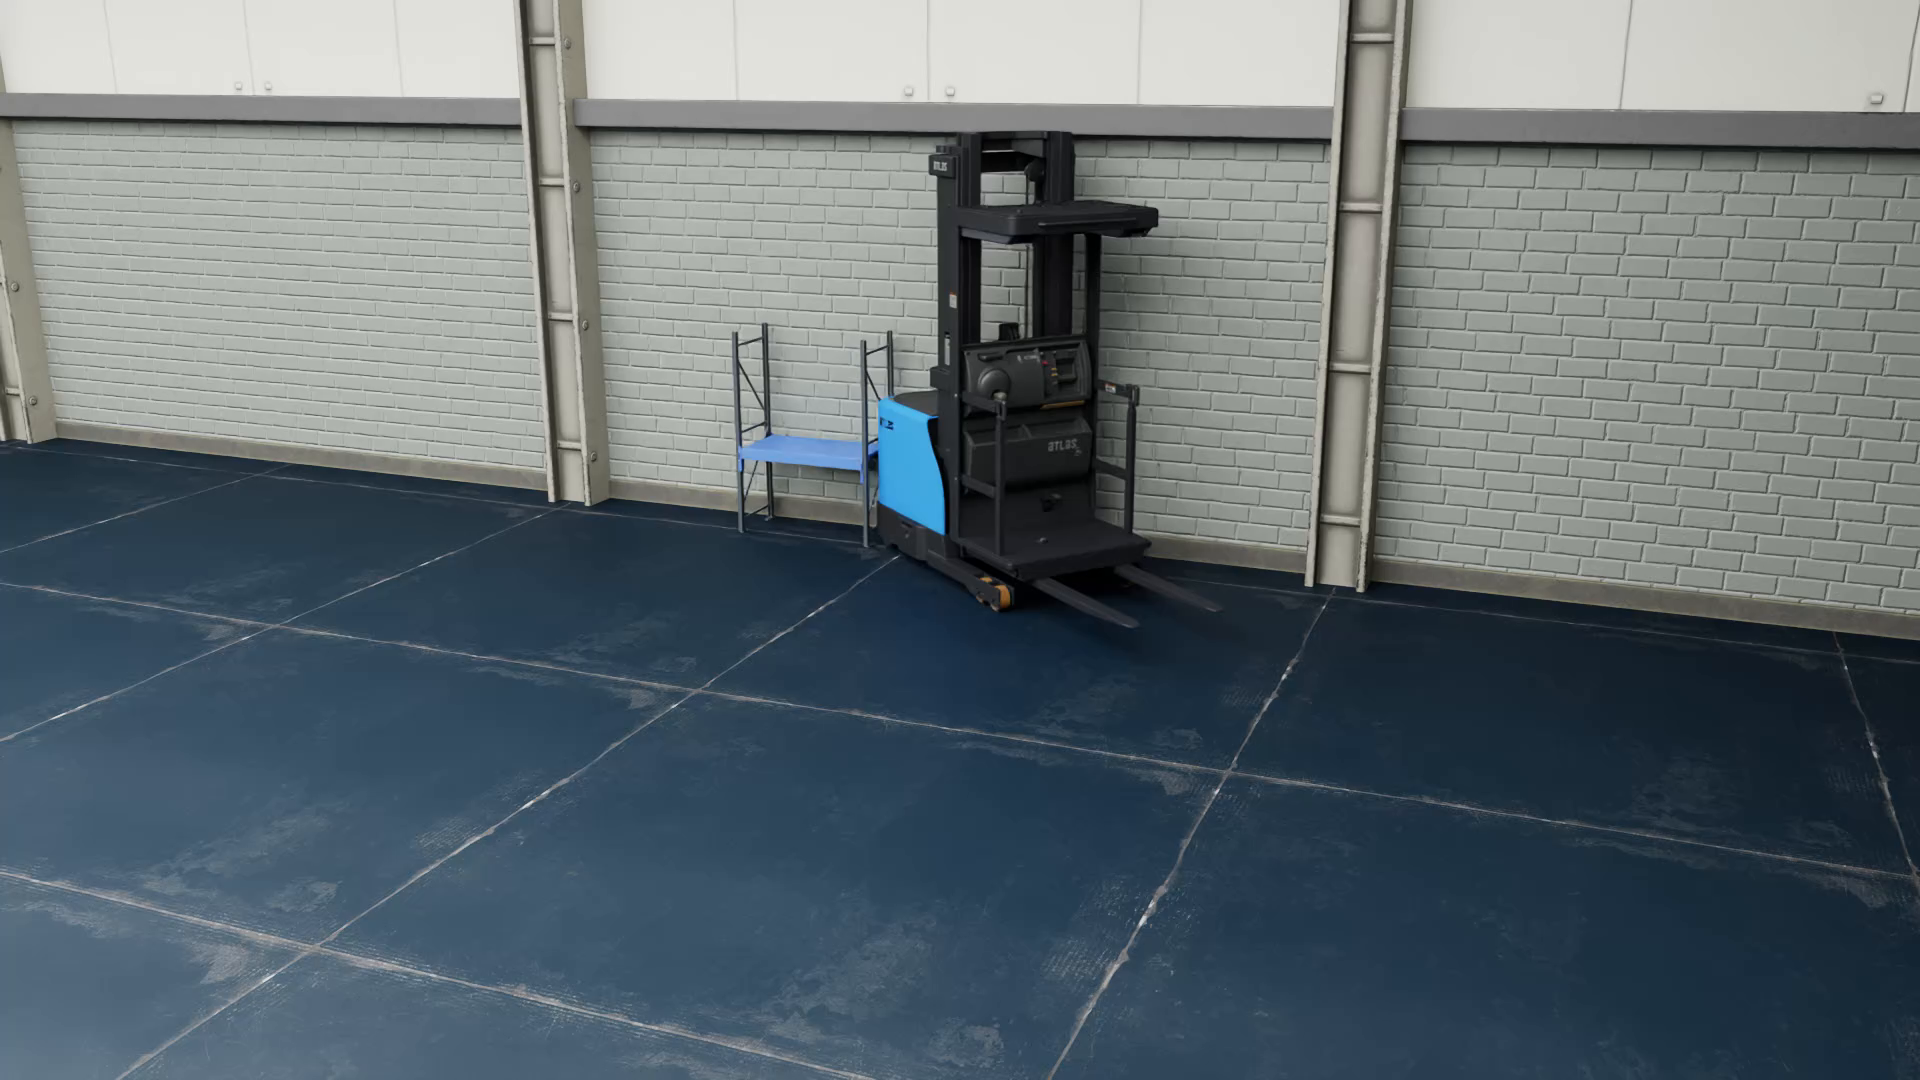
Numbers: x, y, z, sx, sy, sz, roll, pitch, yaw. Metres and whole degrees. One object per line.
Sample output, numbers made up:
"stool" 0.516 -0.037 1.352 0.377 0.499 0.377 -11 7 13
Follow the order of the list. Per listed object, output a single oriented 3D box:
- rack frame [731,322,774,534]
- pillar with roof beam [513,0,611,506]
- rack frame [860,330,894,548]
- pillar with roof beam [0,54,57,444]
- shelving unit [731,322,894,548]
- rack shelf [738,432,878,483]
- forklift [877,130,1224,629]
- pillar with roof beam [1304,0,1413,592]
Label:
"rack frame" -1.535 -0.834 12.357 0.032 1.500 0.500 6 17 21
"pillar with roof beam" -4.617 -3.533 8.202 0.400 9.000 9.100 6 17 21
"rack frame" -0.589 -0.730 11.999 0.032 1.500 0.500 6 17 21
"pillar with roof beam" -10.198 -4.147 10.316 0.400 9.000 9.100 6 17 21
"shelving unit" -1.062 -0.782 12.178 1.048 1.500 0.538 6 17 21
"rack shelf" -1.062 -0.610 12.229 1.000 0.185 0.538 6 17 21
"forklift" 0.554 -1.100 10.704 1.130 2.935 3.031 -9 18 -28
"pillar with roof beam" 0.965 -2.919 6.088 0.400 9.000 9.100 6 17 21
